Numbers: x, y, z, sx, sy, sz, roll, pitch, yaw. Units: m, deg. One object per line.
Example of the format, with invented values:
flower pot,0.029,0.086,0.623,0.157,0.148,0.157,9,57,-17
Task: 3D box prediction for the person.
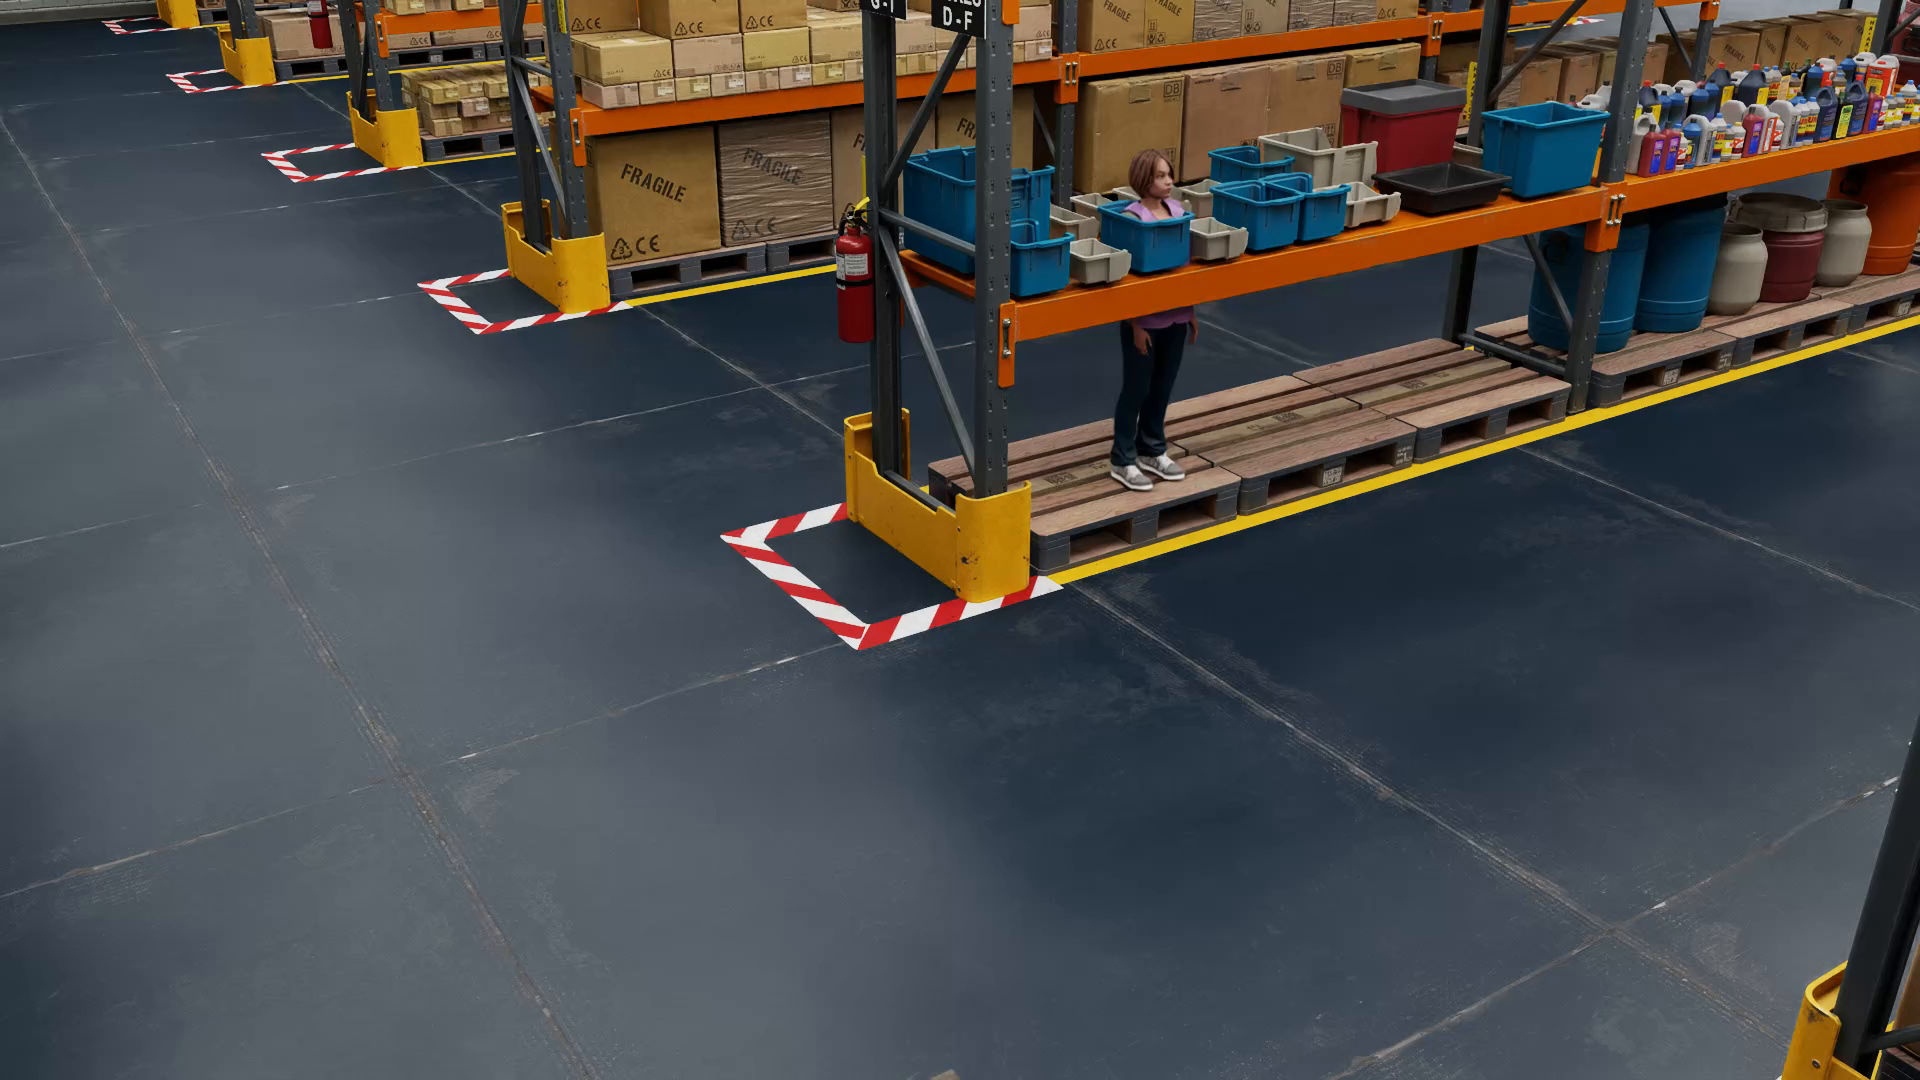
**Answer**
person,0.906,-1.025,7.789,0.407,1.588,0.346,-18,31,-33
